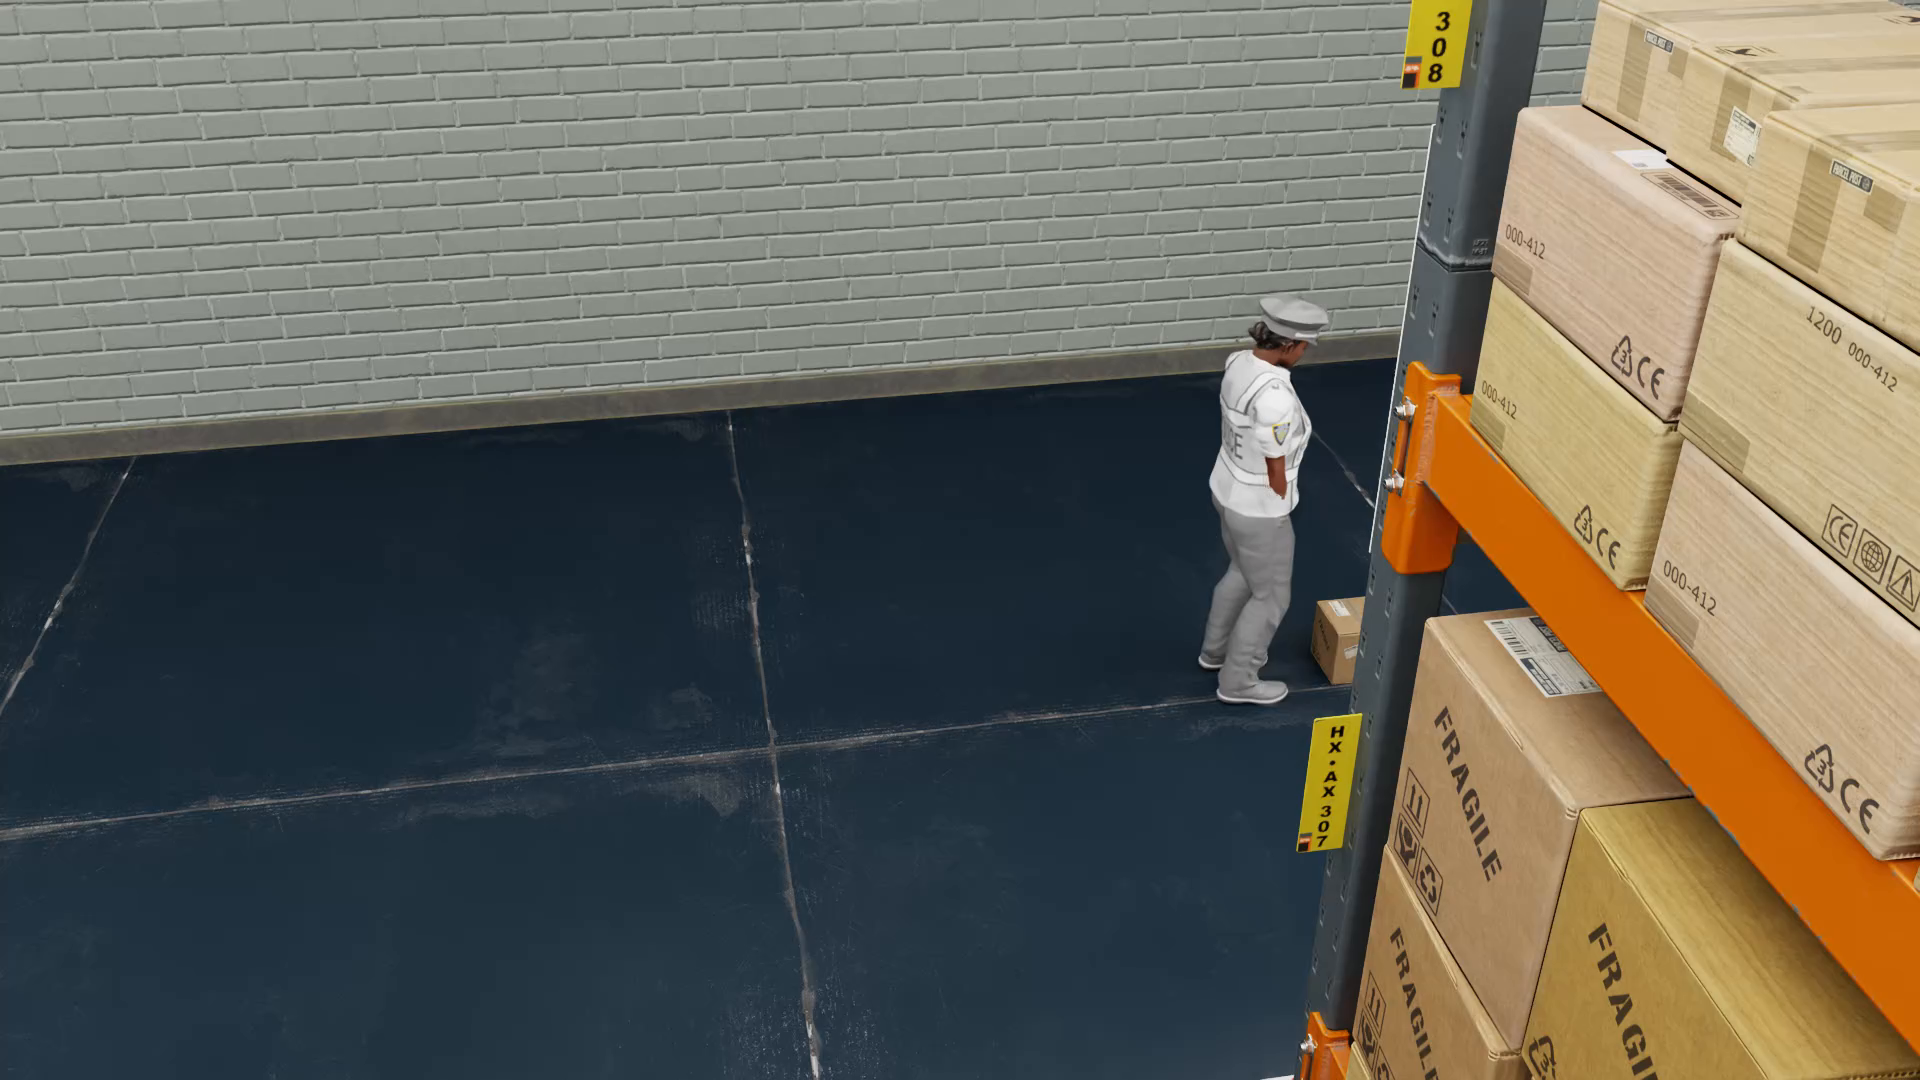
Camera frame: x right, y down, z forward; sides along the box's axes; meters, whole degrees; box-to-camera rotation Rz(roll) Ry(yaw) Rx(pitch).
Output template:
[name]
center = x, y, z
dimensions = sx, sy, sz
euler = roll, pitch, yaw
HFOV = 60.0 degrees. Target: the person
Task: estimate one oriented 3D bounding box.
[person]
center = 1.144, -0.146, 6.401
dimensions = 0.366, 1.648, 0.444
euler = -5, 31, -8
